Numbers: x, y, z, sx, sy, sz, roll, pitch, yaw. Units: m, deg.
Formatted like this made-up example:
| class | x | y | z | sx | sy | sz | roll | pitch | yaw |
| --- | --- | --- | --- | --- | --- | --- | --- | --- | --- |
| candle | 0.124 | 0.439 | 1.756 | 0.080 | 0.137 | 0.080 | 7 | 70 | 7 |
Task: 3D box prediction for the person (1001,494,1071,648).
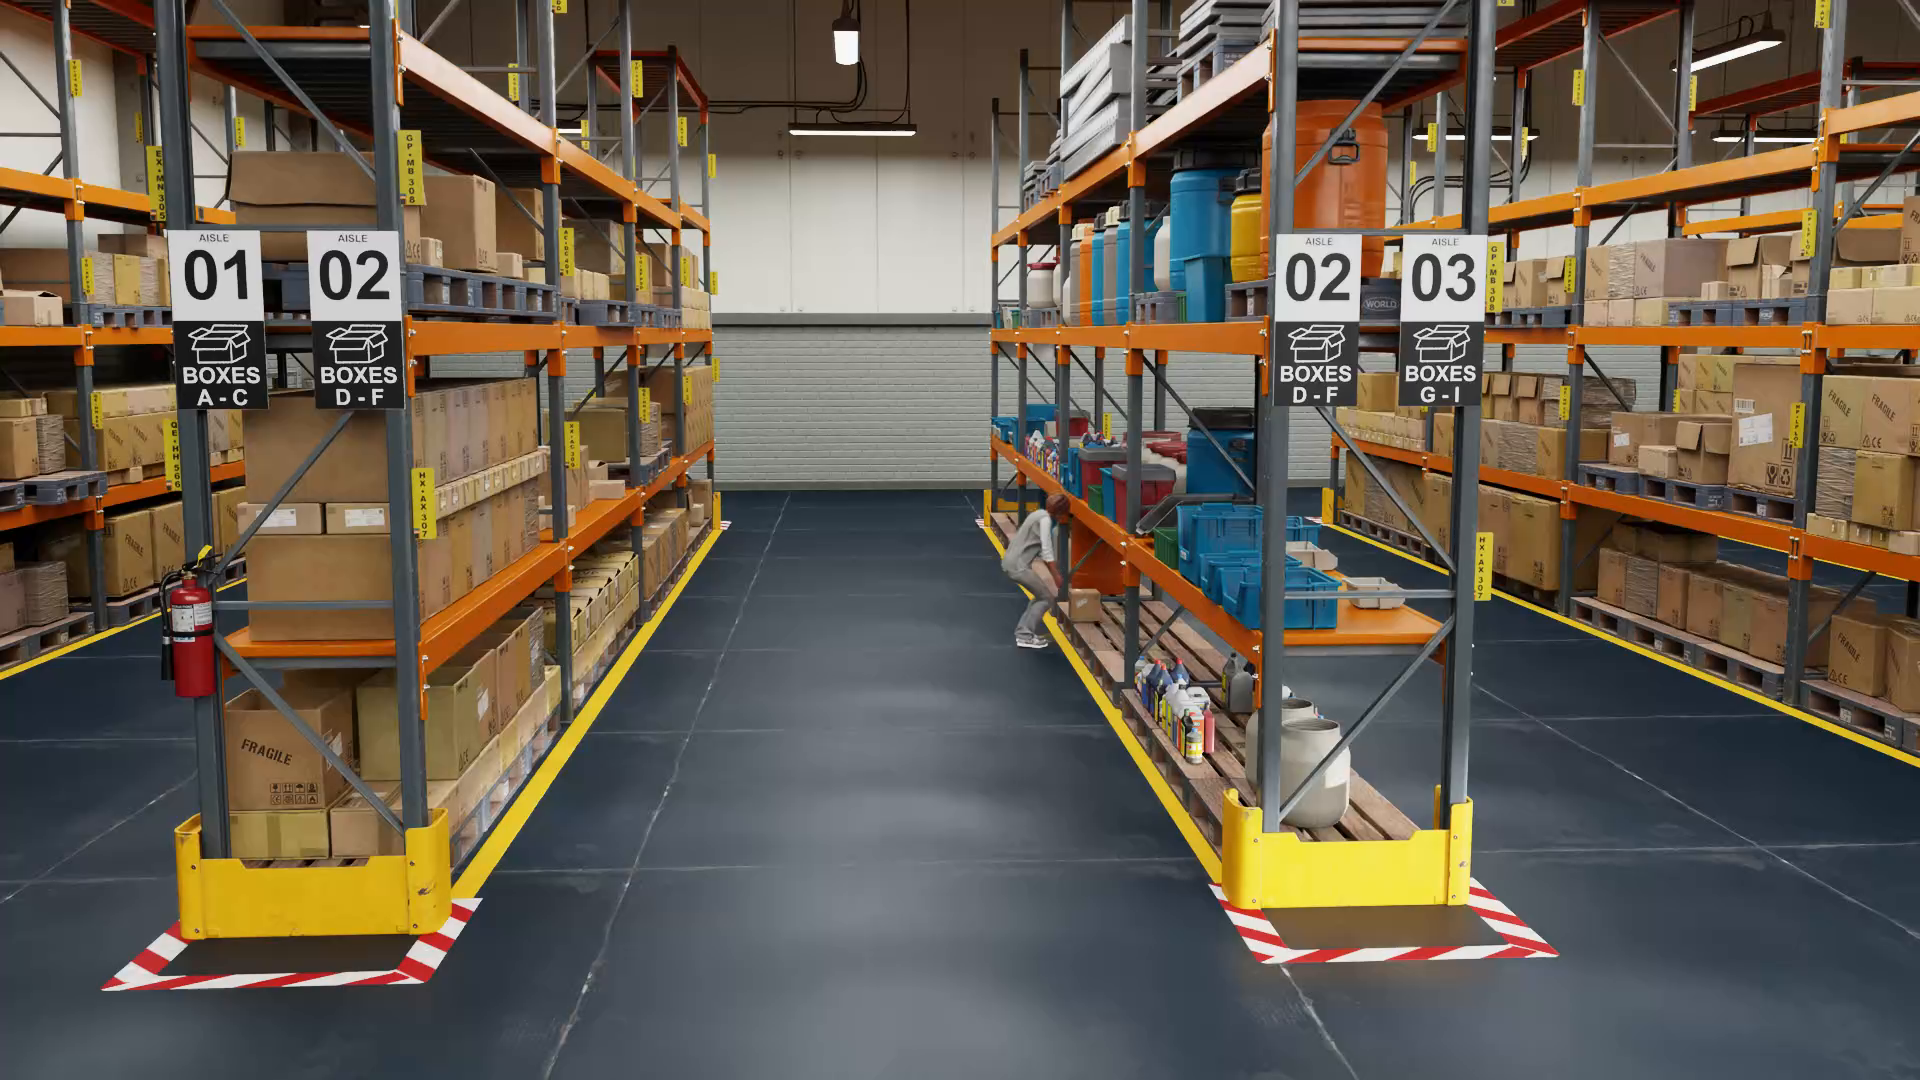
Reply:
| class | x | y | z | sx | sy | sz | roll | pitch | yaw |
| --- | --- | --- | --- | --- | --- | --- | --- | --- | --- |
| person | 0.669 | 0.270 | 14.713 | 0.620 | 1.337 | 0.461 | 0 | 7 | -4 |
